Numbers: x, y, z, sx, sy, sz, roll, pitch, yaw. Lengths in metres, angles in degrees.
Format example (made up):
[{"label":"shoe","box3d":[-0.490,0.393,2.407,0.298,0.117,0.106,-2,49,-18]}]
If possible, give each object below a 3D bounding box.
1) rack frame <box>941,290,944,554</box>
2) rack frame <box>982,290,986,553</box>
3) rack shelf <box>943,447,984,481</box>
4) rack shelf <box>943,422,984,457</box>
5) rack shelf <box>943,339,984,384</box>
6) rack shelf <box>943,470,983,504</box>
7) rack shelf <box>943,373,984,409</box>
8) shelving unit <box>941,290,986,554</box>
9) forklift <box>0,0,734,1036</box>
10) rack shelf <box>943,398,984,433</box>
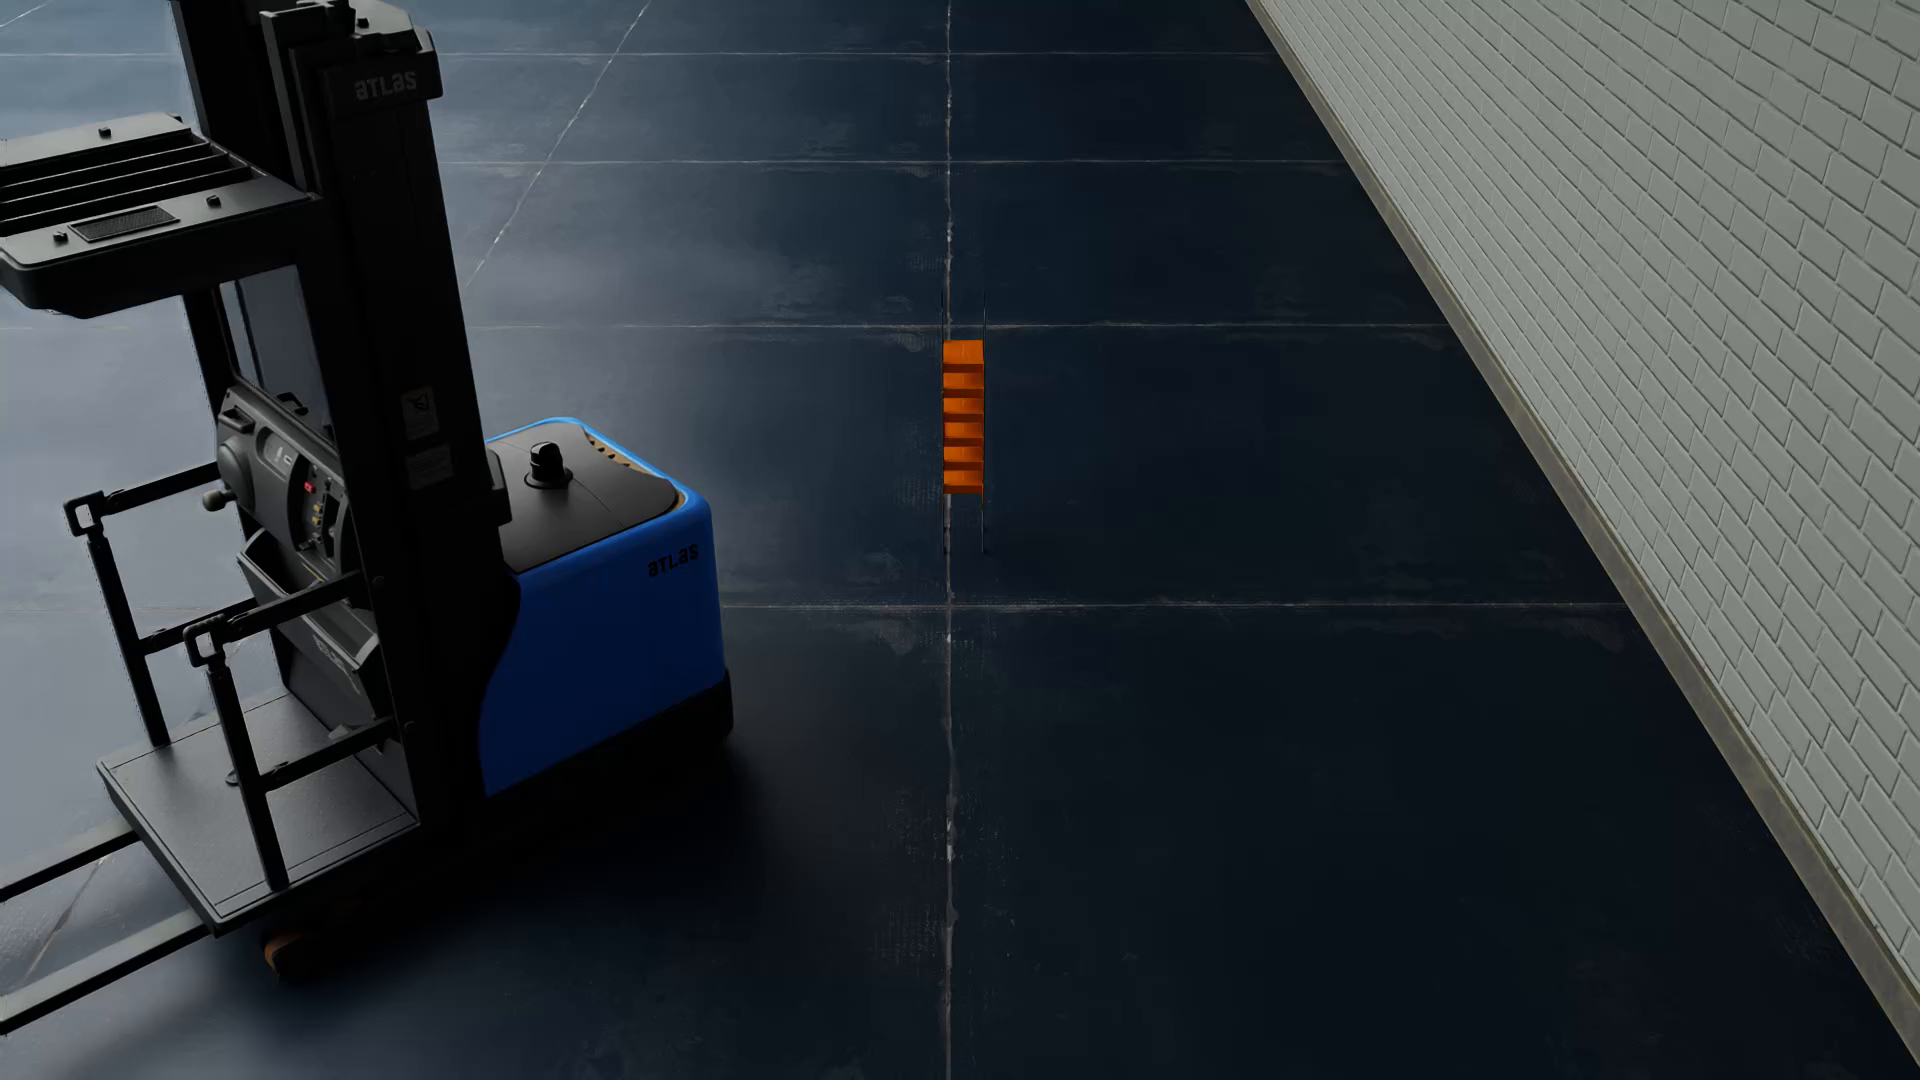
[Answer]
[{"label":"rack frame","box3d":[-0.077,-0.513,7.438,0.006,1.200,0.240,0,31,0]},{"label":"rack frame","box3d":[0.106,-0.513,7.439,0.006,1.200,0.240,0,31,0]},{"label":"rack shelf","box3d":[0.014,-0.372,7.524,0.180,0.103,0.258,0,31,0]},{"label":"rack shelf","box3d":[0.014,-0.475,7.462,0.180,0.103,0.258,0,31,0]},{"label":"rack shelf","box3d":[0.014,-0.783,7.275,0.180,0.103,0.258,0,31,0]},{"label":"rack shelf","box3d":[0.014,-0.270,7.586,0.180,0.103,0.258,0,31,0]},{"label":"rack shelf","box3d":[0.014,-0.680,7.337,0.180,0.103,0.258,0,31,0]},{"label":"shelving unit","box3d":[0.014,-0.513,7.439,0.189,1.200,0.258,0,31,0]},{"label":"forklift","box3d":[-2.298,-0.138,5.152,3.031,2.935,1.130,-26,40,-36]},{"label":"rack shelf","box3d":[0.014,-0.578,7.400,0.180,0.103,0.258,0,31,0]}]
